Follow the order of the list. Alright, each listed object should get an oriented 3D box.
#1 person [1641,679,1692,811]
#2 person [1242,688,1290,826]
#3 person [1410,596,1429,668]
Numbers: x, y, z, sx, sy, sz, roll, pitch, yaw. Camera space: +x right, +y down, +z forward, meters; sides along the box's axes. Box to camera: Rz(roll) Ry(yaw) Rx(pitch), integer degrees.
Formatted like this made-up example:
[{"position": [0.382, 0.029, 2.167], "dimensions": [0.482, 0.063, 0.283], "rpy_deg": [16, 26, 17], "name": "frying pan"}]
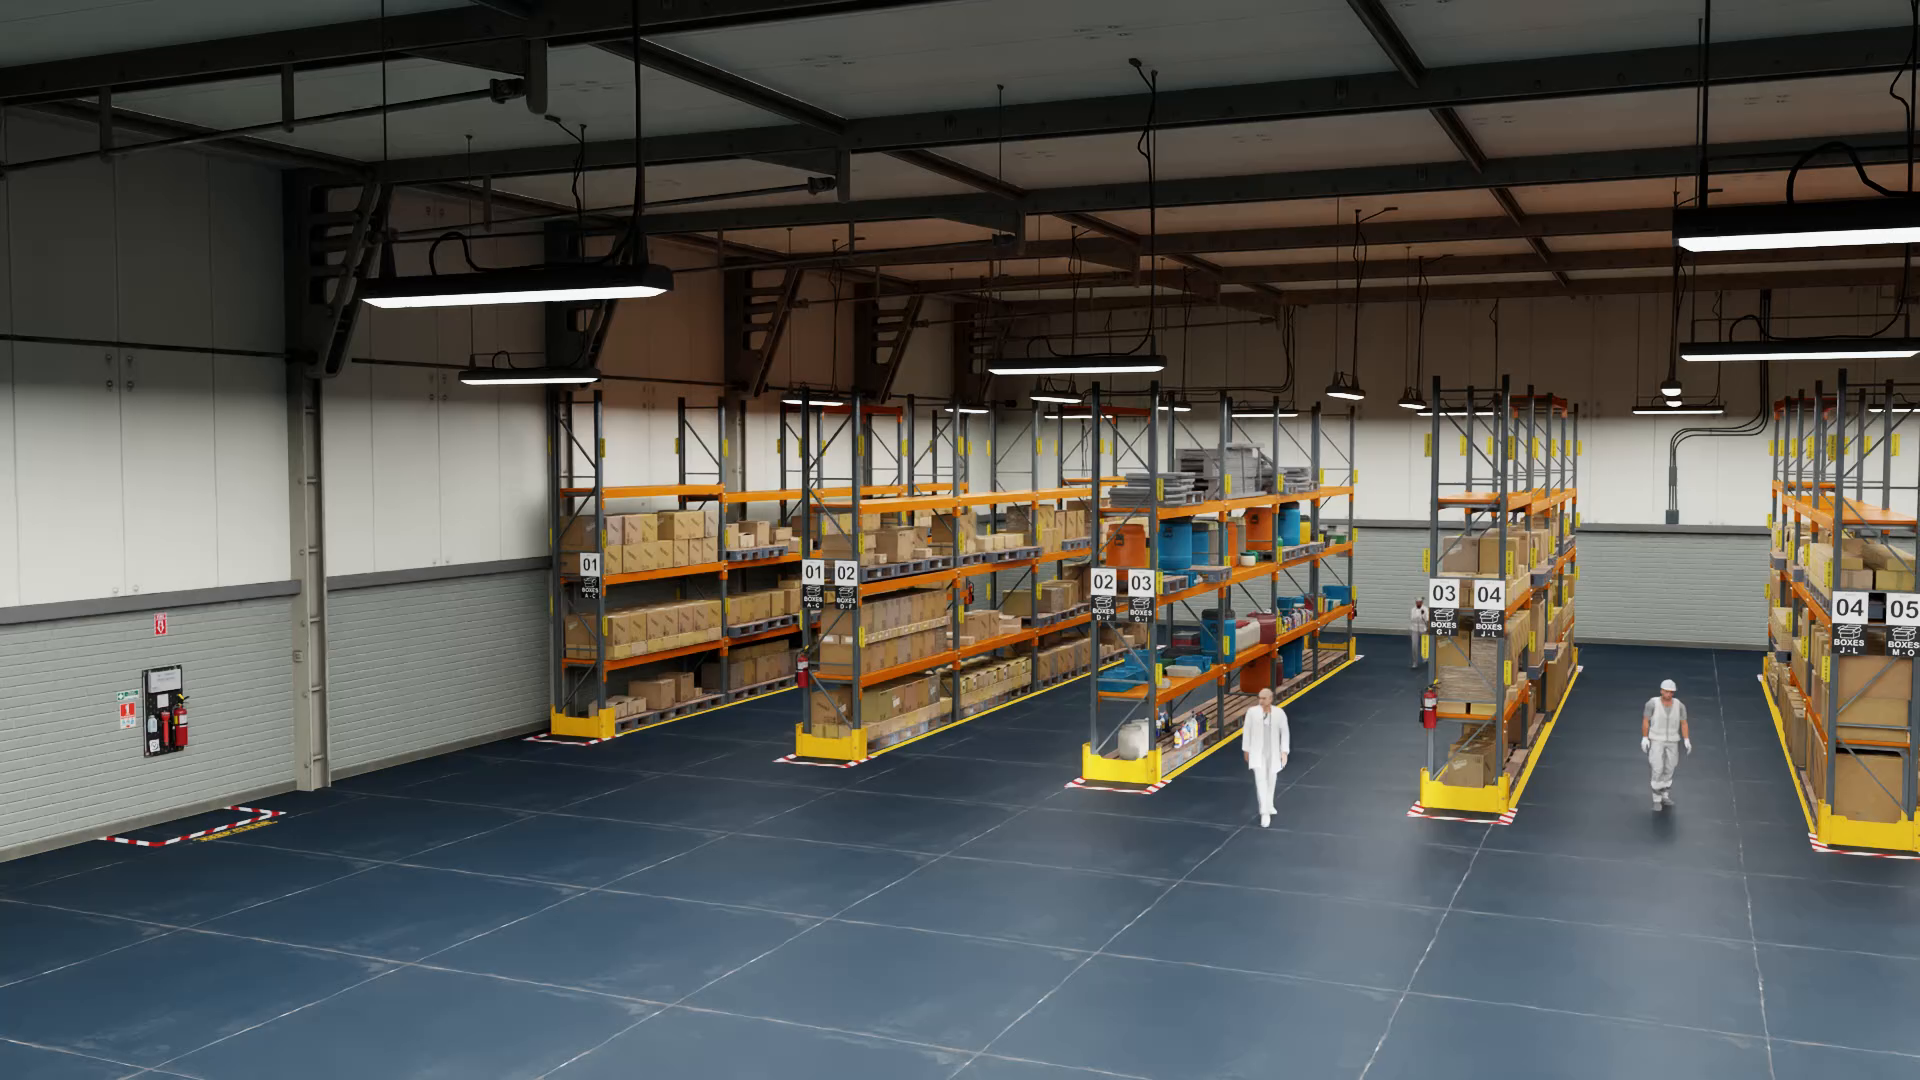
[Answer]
[{"position": [9.807, 2.850, 23.118], "dimensions": [0.611, 1.850, 0.496], "rpy_deg": [0, 3, 7], "name": "person"}, {"position": [4.125, 2.846, 22.426], "dimensions": [0.605, 1.714, 0.784], "rpy_deg": [0, 3, 2], "name": "person"}, {"position": [10.529, 2.070, 37.994], "dimensions": [0.456, 1.636, 0.863], "rpy_deg": [1, 3, 21], "name": "person"}]
